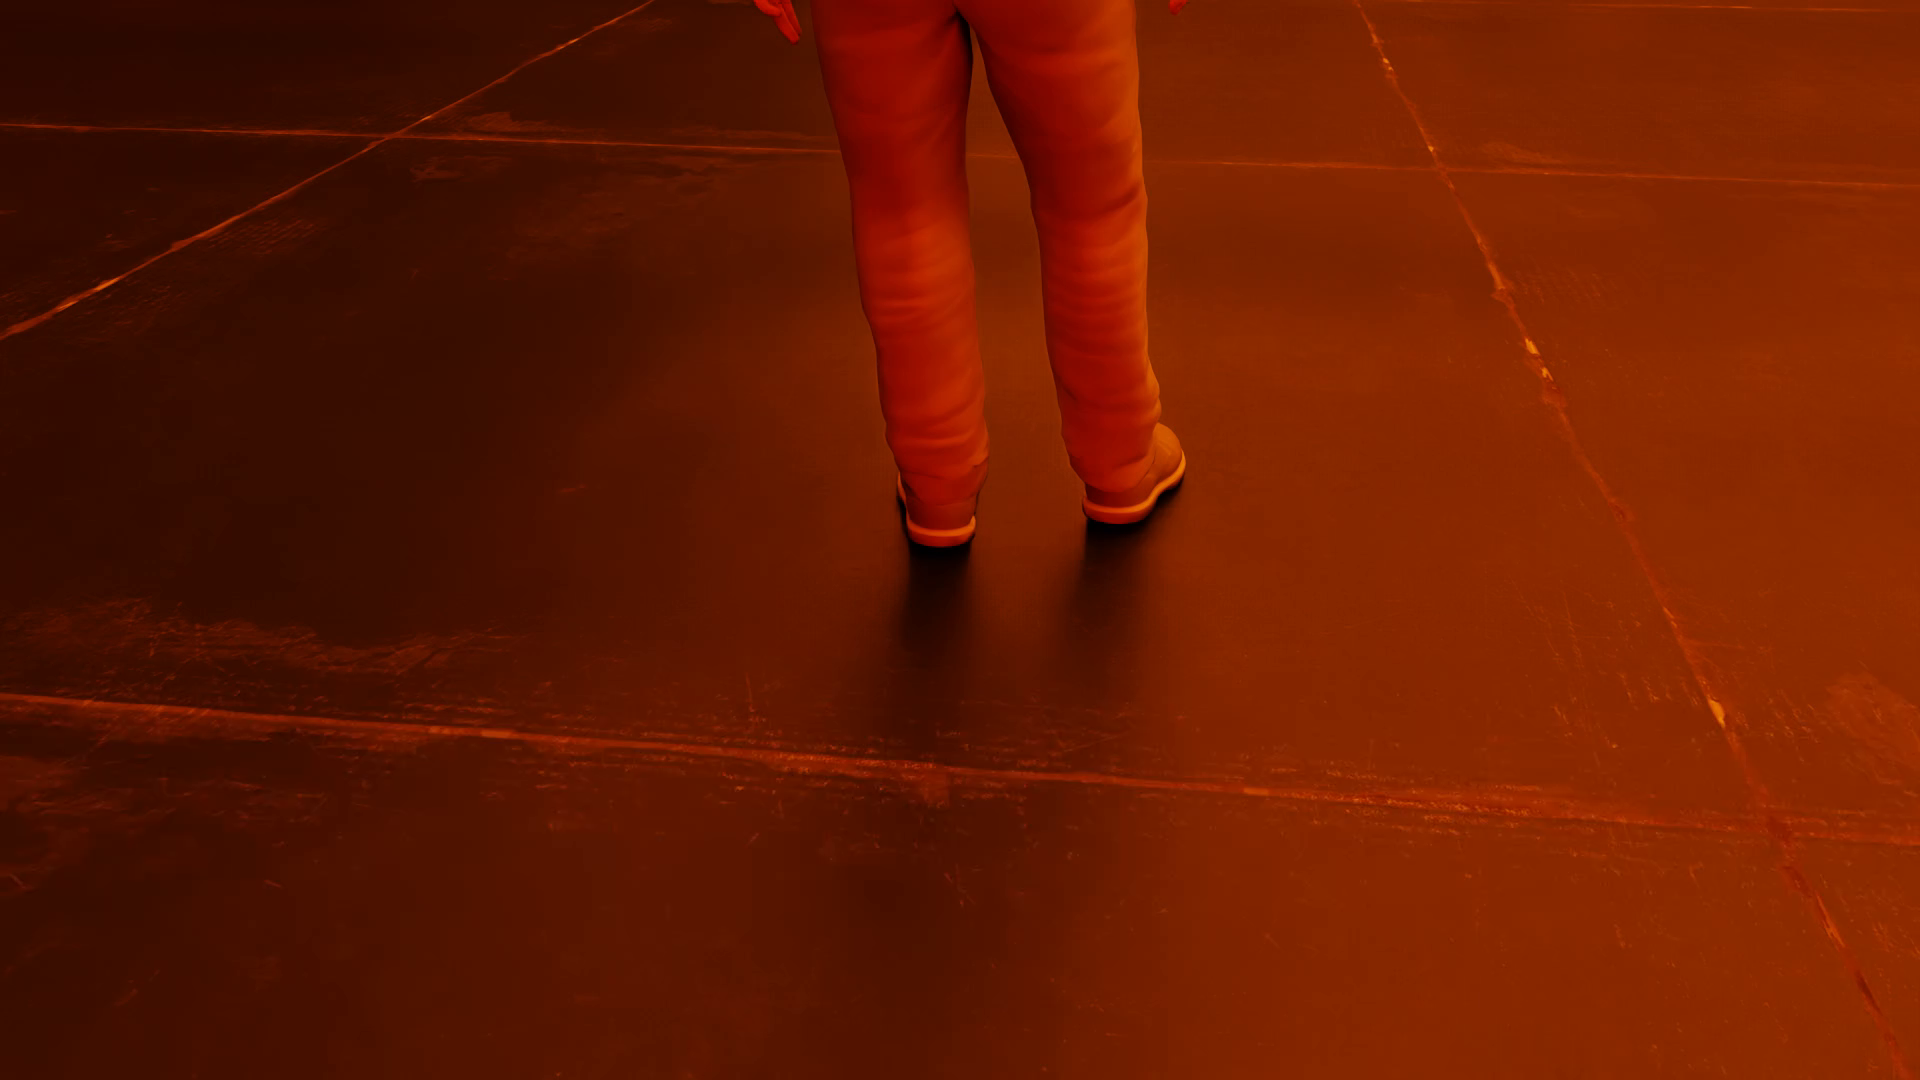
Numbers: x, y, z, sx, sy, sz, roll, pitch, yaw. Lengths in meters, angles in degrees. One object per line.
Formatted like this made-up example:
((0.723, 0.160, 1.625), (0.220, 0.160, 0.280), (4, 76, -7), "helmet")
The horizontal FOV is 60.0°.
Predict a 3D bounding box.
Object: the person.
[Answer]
((0.023, -0.837, 2.166), (0.640, 1.781, 0.575), (3, 27, 7), "person")
